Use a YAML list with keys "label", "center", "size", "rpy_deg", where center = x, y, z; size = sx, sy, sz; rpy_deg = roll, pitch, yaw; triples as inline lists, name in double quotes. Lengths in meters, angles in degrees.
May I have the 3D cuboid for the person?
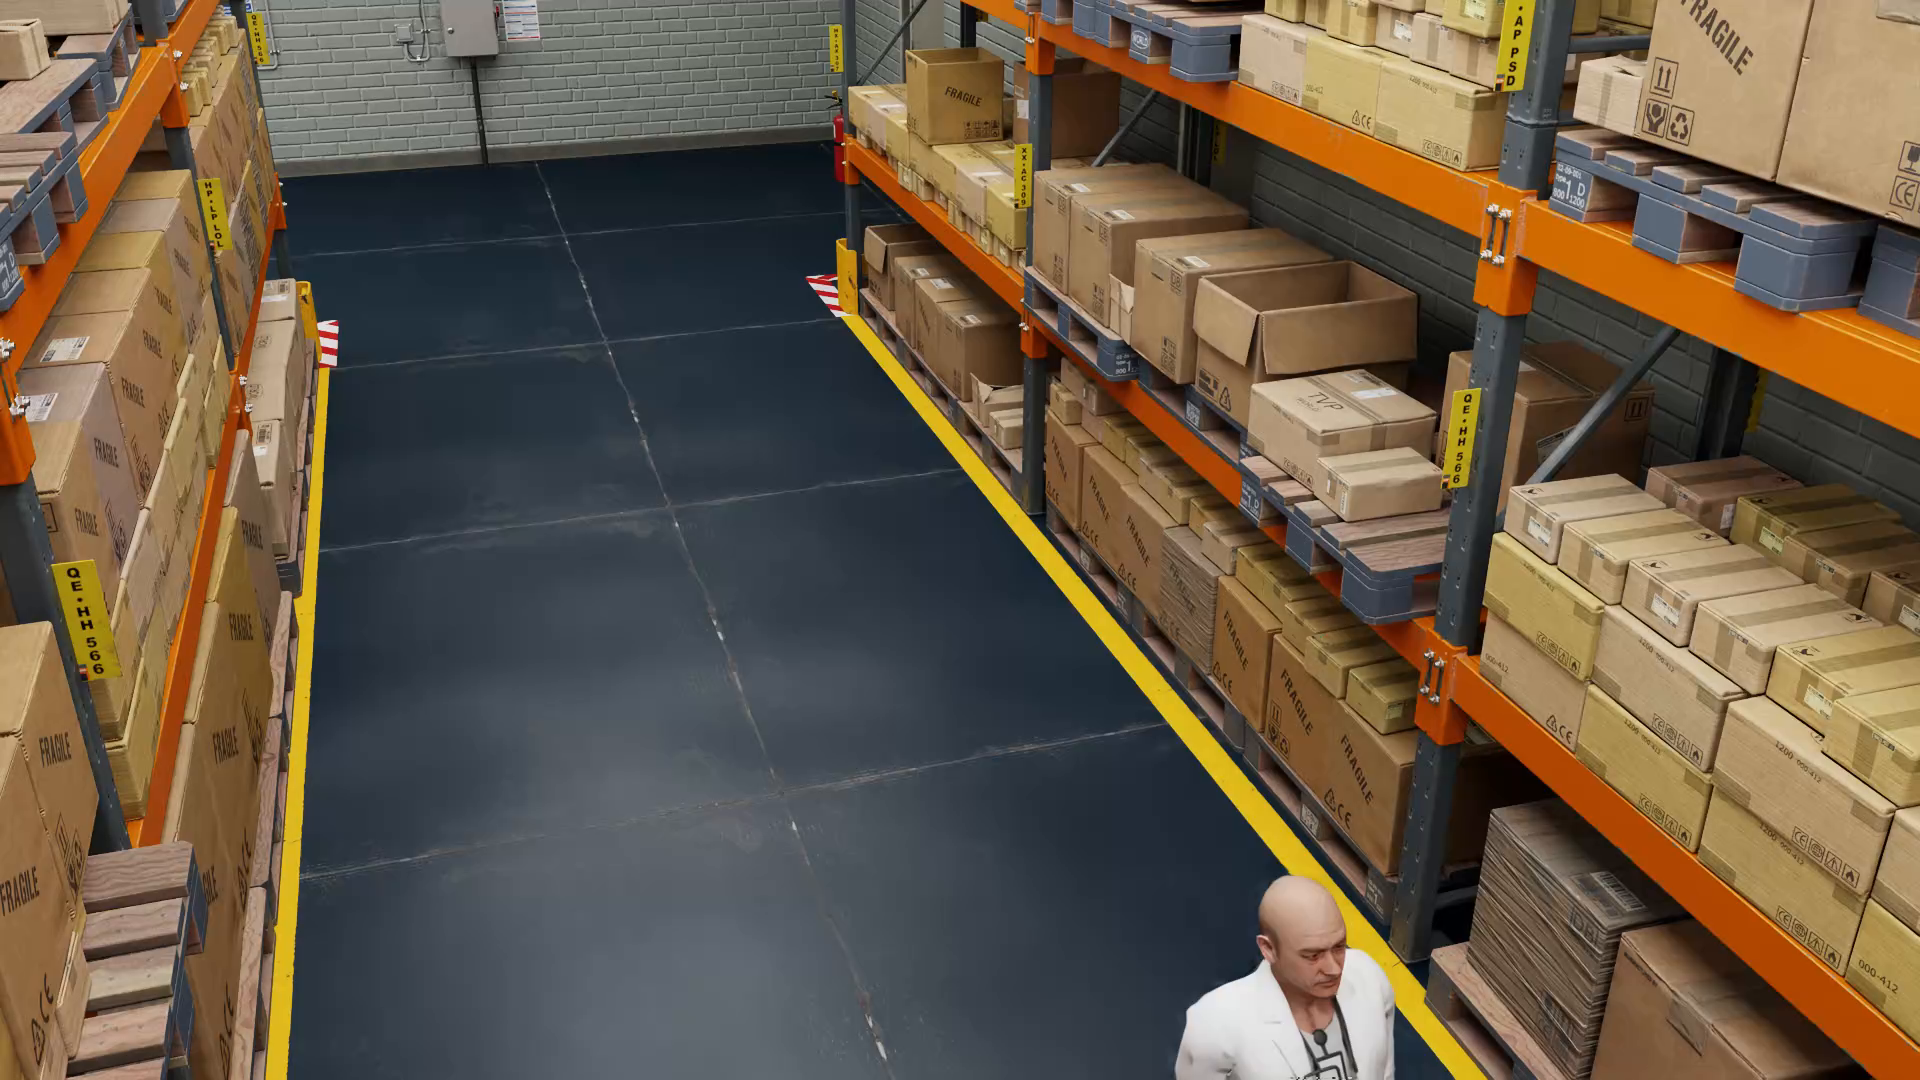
- label: "person"
  center: [0.762, 1.528, 3.960]
  size: [0.570, 1.755, 0.794]
  rpy_deg: [-11, 28, -22]
